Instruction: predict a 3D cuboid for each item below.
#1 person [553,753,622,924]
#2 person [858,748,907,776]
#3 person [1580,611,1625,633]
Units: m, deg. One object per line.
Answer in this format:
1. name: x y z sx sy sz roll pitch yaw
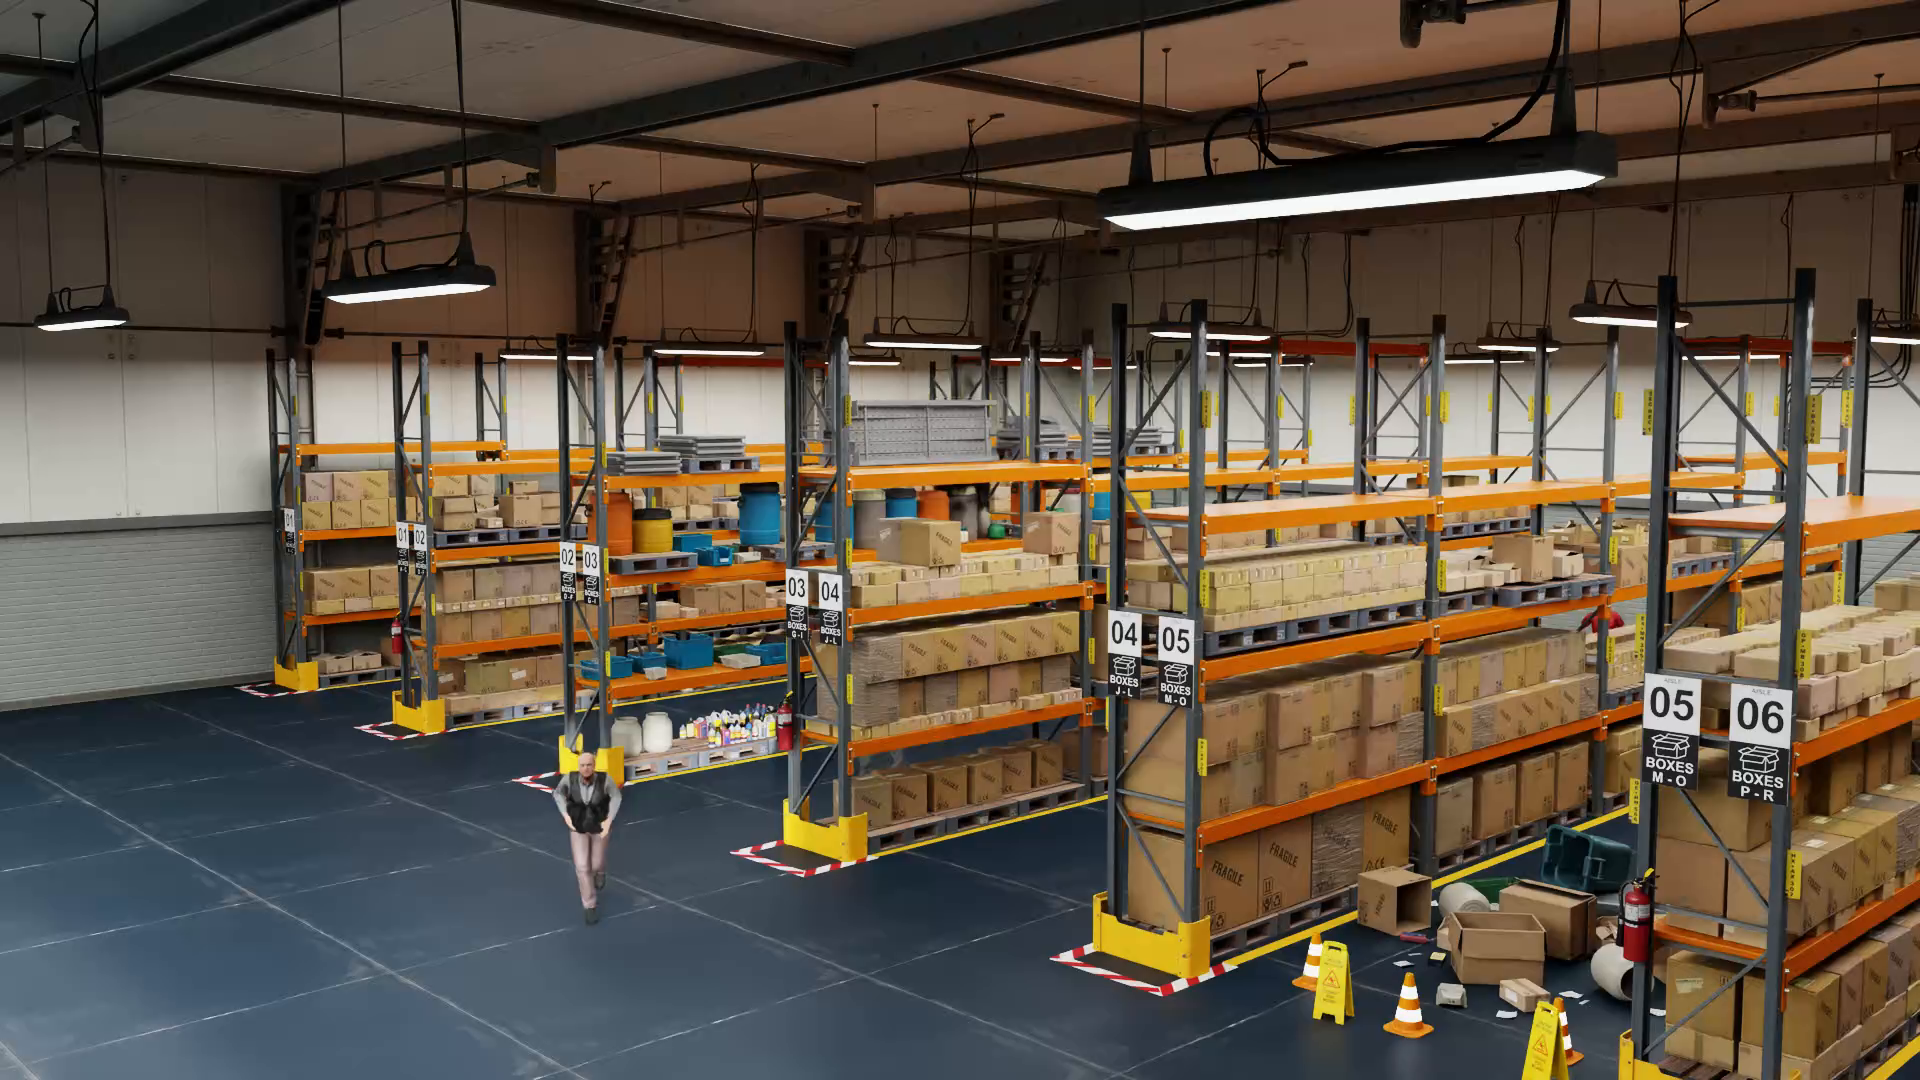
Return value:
1. person: -3.718 2.939 16.686 0.668 1.577 0.981 0 5 -5
2. person: -1.107 2.372 22.444 0.649 1.778 0.944 4 7 41
3. person: 11.095 1.853 28.676 0.724 1.734 0.628 1 5 8
